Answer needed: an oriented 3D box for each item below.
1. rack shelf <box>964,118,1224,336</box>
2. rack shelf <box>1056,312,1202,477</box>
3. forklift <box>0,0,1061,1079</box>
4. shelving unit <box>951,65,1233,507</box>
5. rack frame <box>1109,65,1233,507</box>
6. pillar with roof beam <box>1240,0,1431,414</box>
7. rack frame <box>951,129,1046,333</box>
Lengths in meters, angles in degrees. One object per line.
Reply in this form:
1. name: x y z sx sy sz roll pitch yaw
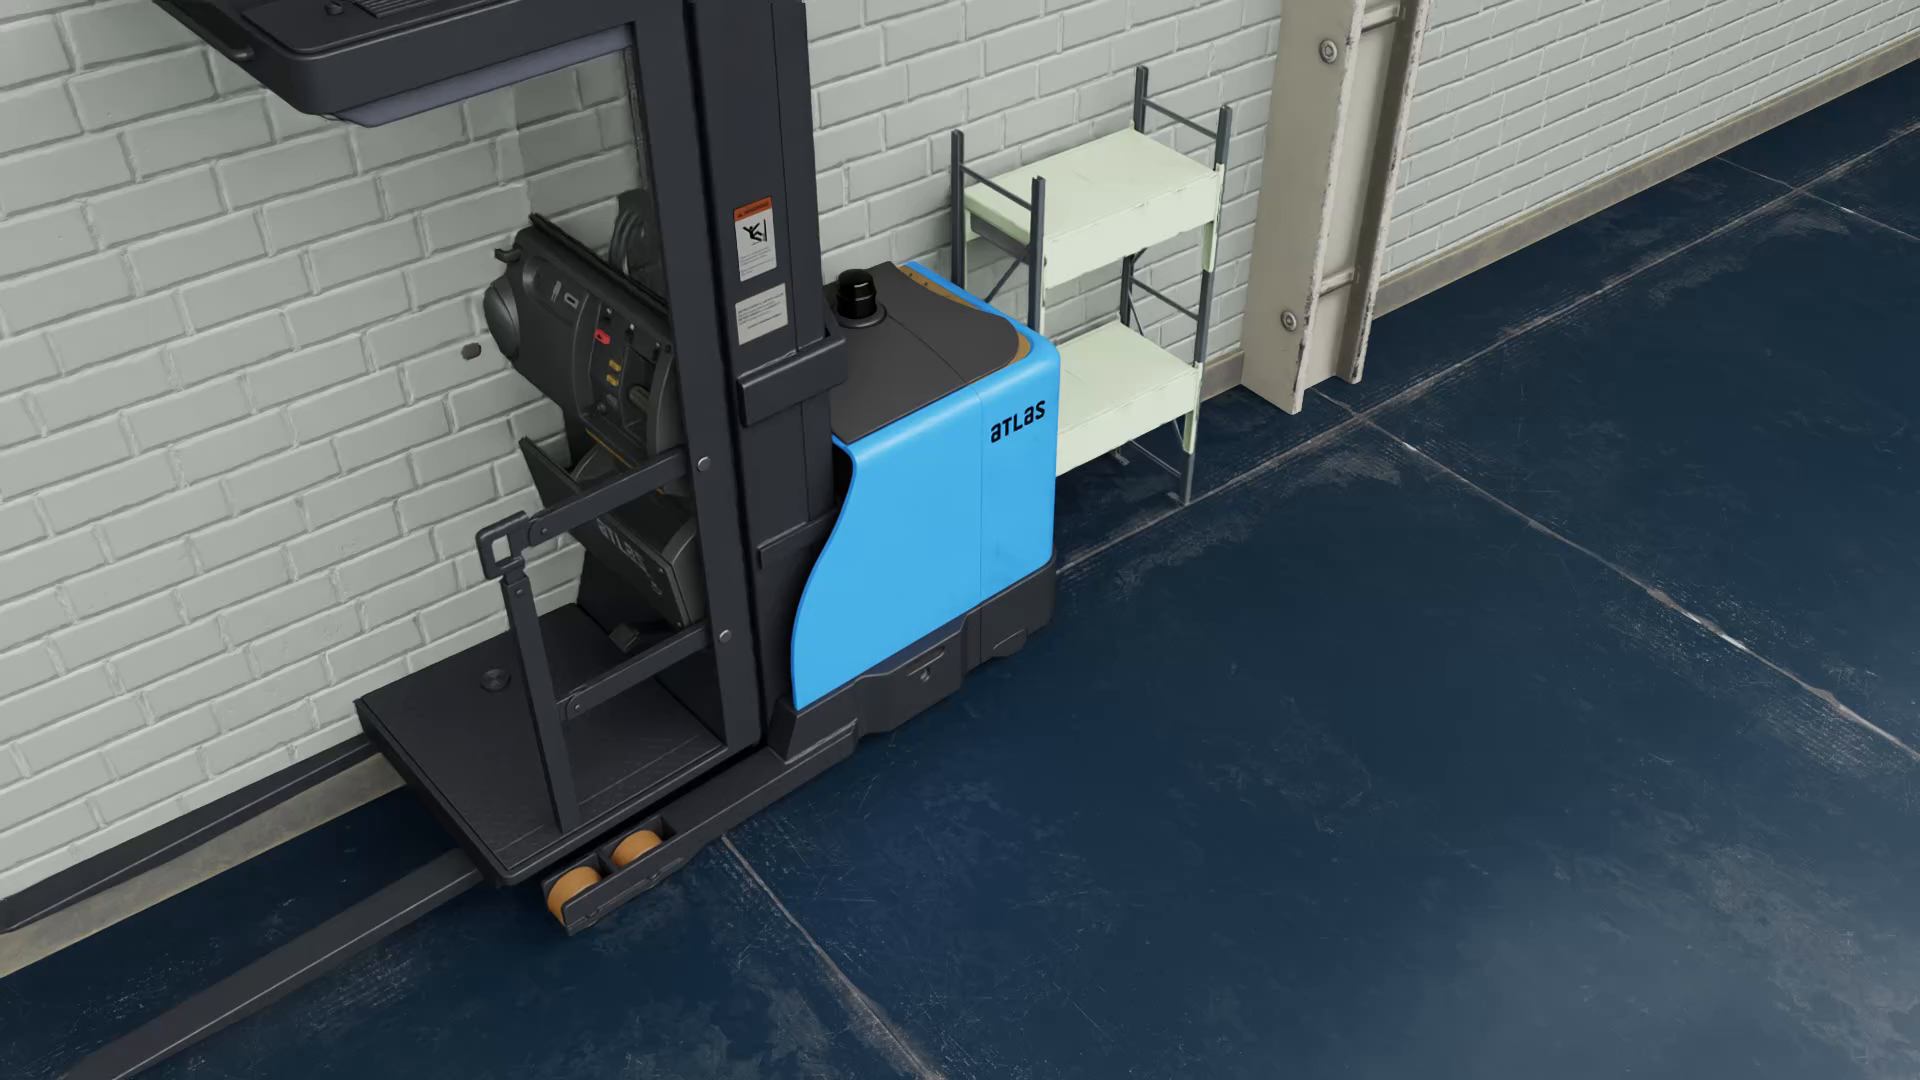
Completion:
1. rack shelf: 0.394 -0.959 5.121 0.720 0.370 0.431 -26 46 -29
2. rack shelf: 0.394 -0.405 5.575 0.720 0.370 0.431 -26 46 -29
3. forklift: -1.135 -0.465 4.006 3.031 2.935 1.130 -29 48 -31
4. shelving unit: 0.394 -0.657 5.368 0.755 1.500 0.431 -26 46 -29
5. rack frame: 0.682 -0.800 5.543 0.023 1.500 0.400 -26 46 -29
6. pillar with roof beam: 3.949 -1.944 1.024 0.400 9.000 9.100 -26 46 -28
7. rack frame: 0.106 -0.514 5.194 0.023 1.500 0.400 -26 46 -29
